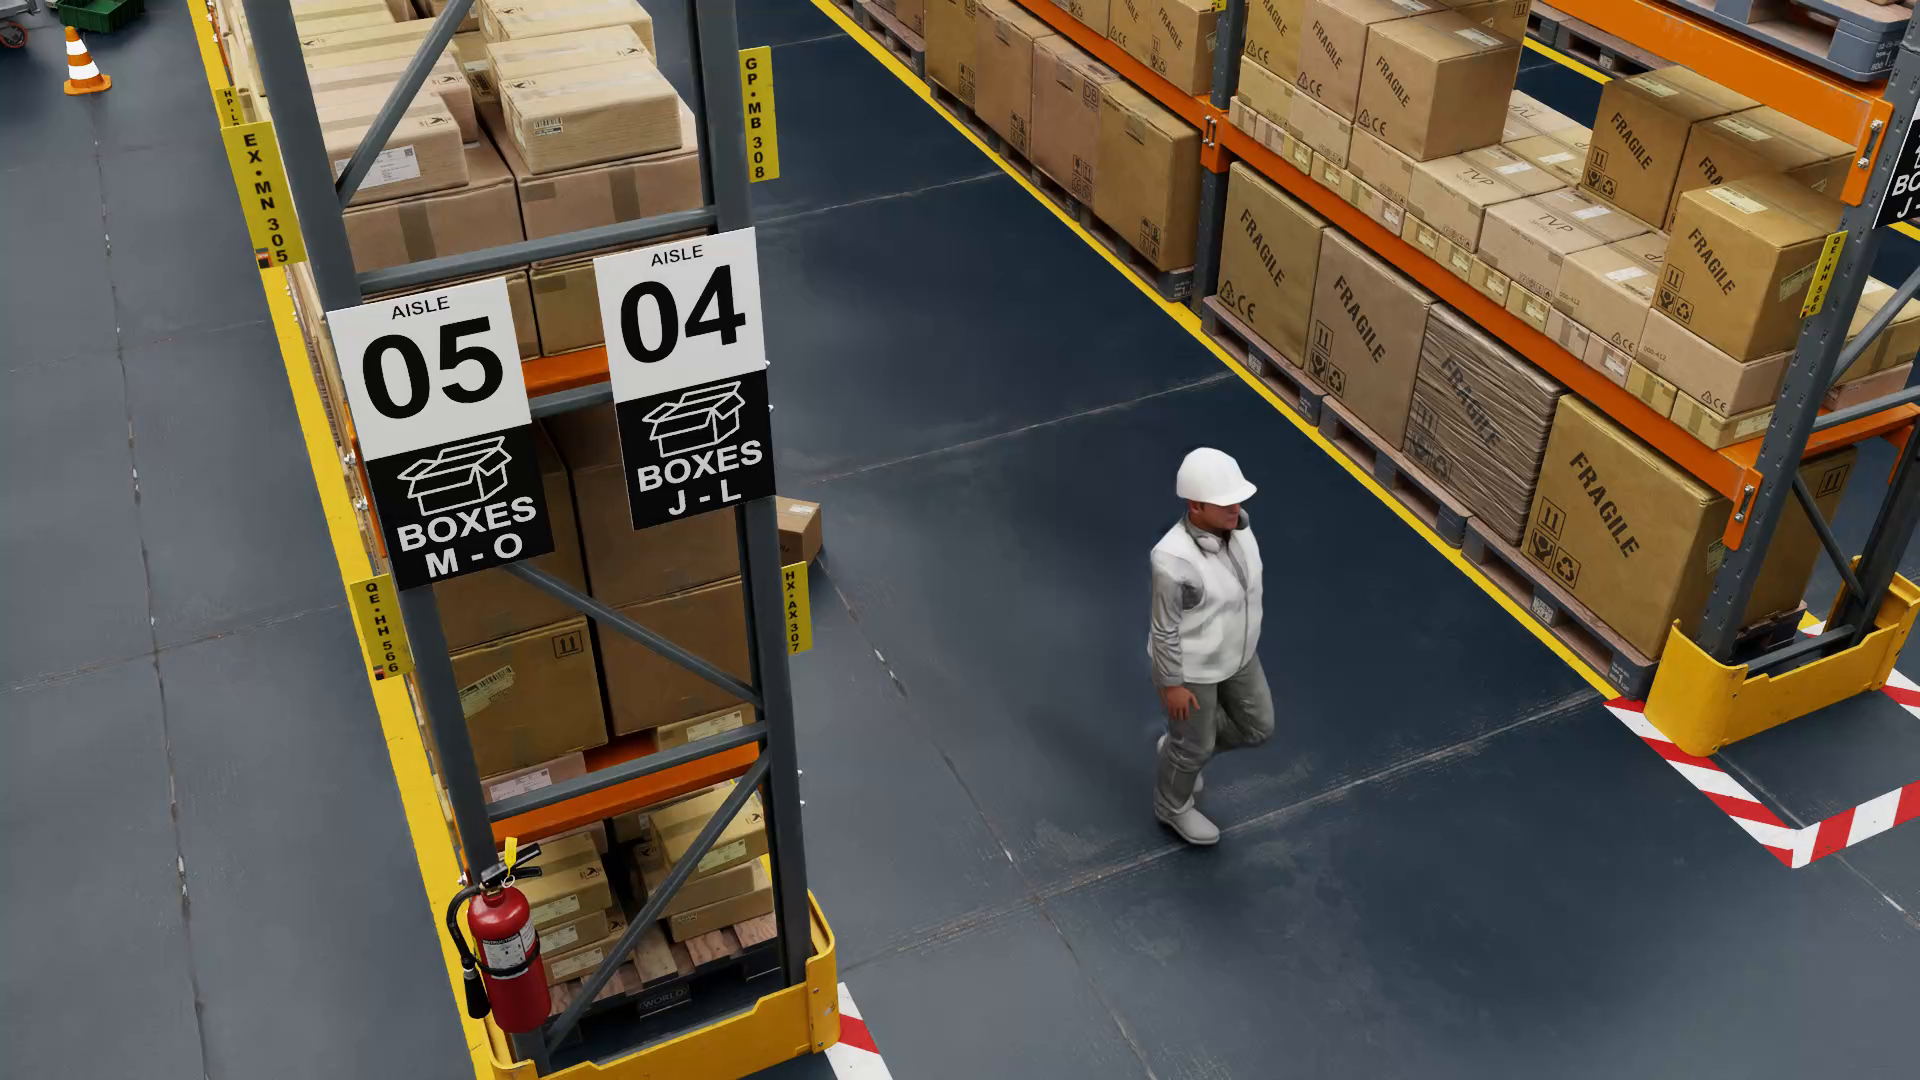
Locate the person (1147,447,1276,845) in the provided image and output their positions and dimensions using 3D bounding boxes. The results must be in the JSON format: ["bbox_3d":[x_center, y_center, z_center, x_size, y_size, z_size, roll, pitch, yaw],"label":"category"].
[{"bbox_3d":[0.924,0.428,6.217,0.467,1.765,0.556,28,45,32],"label":"person"}]
